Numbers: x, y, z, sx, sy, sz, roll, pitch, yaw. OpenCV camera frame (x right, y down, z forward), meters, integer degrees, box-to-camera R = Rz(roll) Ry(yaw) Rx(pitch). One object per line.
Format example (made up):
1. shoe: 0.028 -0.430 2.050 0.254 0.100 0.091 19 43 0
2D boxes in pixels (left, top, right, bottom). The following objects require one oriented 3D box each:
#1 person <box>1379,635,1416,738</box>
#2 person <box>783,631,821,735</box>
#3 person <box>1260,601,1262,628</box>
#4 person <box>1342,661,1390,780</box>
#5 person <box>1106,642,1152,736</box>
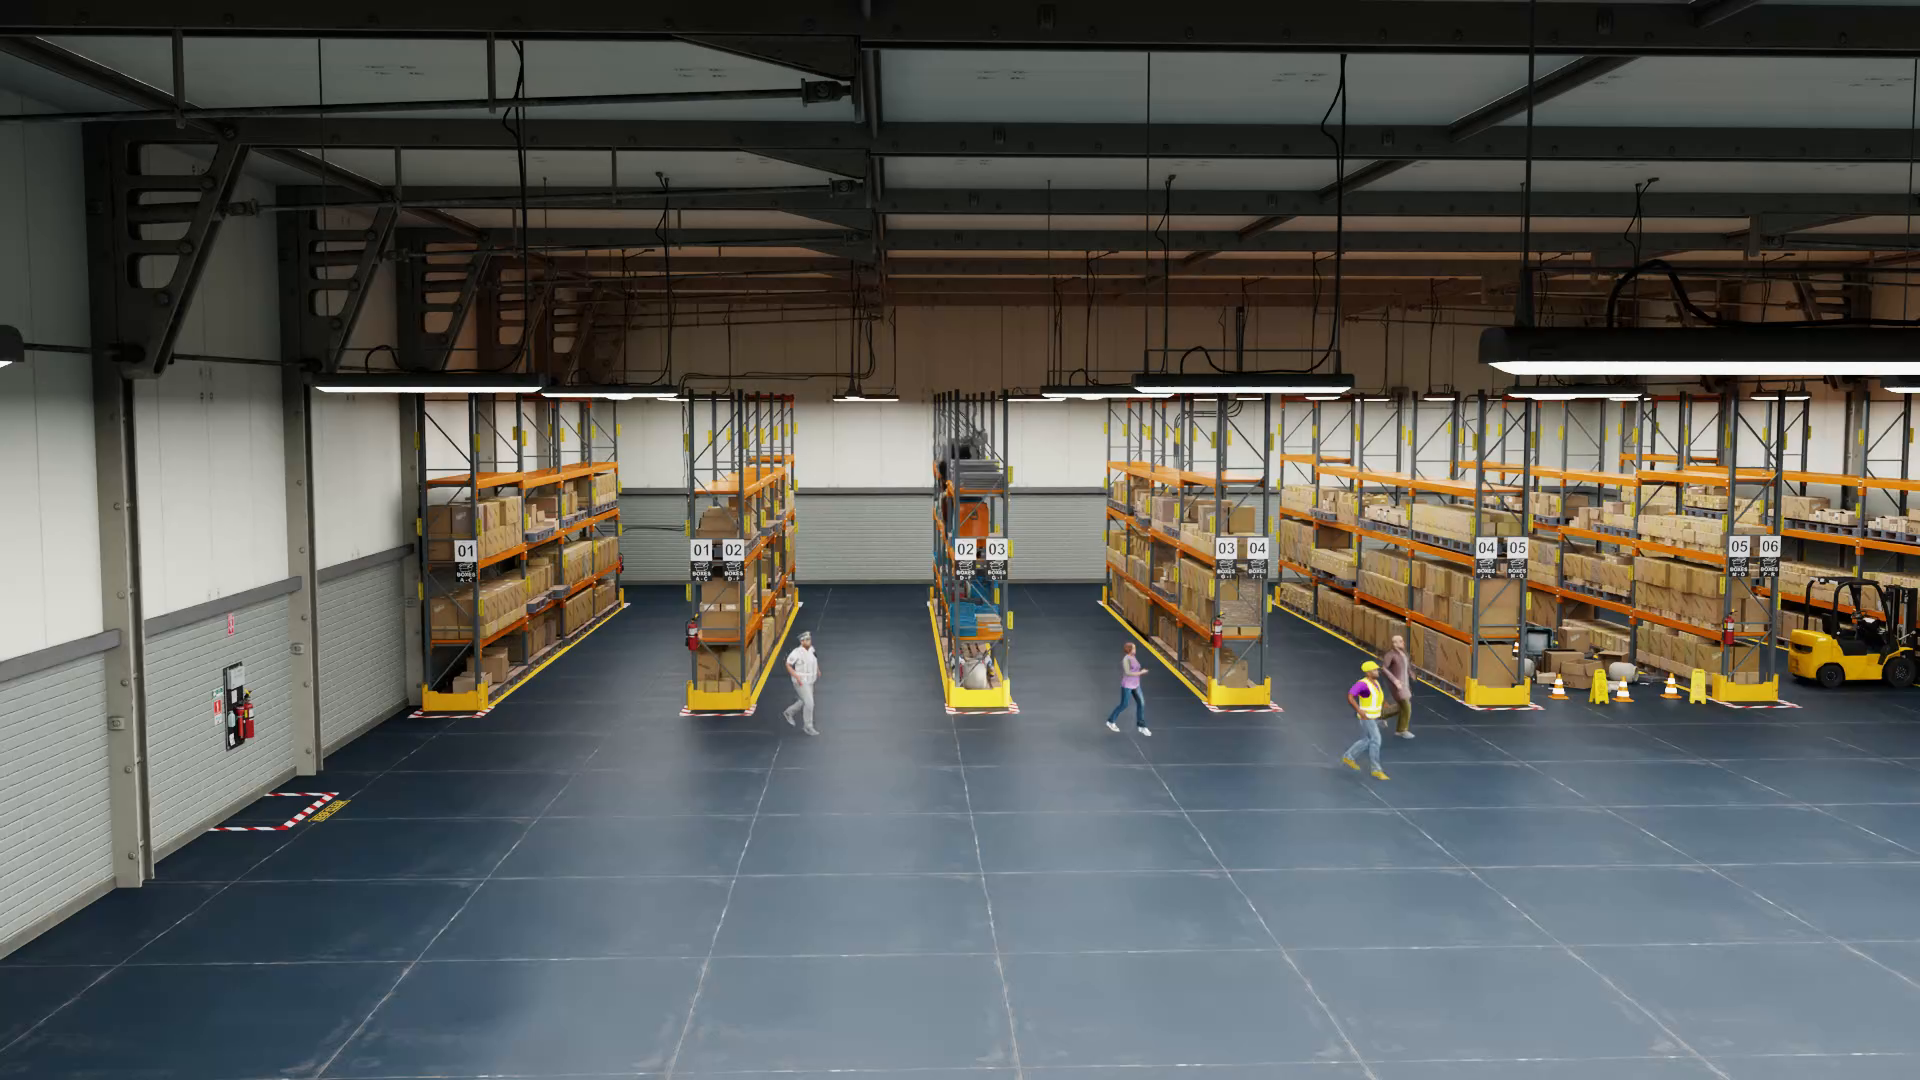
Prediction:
1. person: 7.528 2.554 28.746 0.761 1.686 0.706 4 6 39
2. person: -2.780 2.480 29.061 0.828 1.820 0.657 3 5 31
3. person: 7.319 1.615 40.824 0.548 1.558 0.719 0 5 -6
4. person: 6.280 2.763 25.627 0.807 1.817 0.704 3 6 33
5. person: 2.924 2.569 28.756 0.789 1.612 0.519 3 6 32
